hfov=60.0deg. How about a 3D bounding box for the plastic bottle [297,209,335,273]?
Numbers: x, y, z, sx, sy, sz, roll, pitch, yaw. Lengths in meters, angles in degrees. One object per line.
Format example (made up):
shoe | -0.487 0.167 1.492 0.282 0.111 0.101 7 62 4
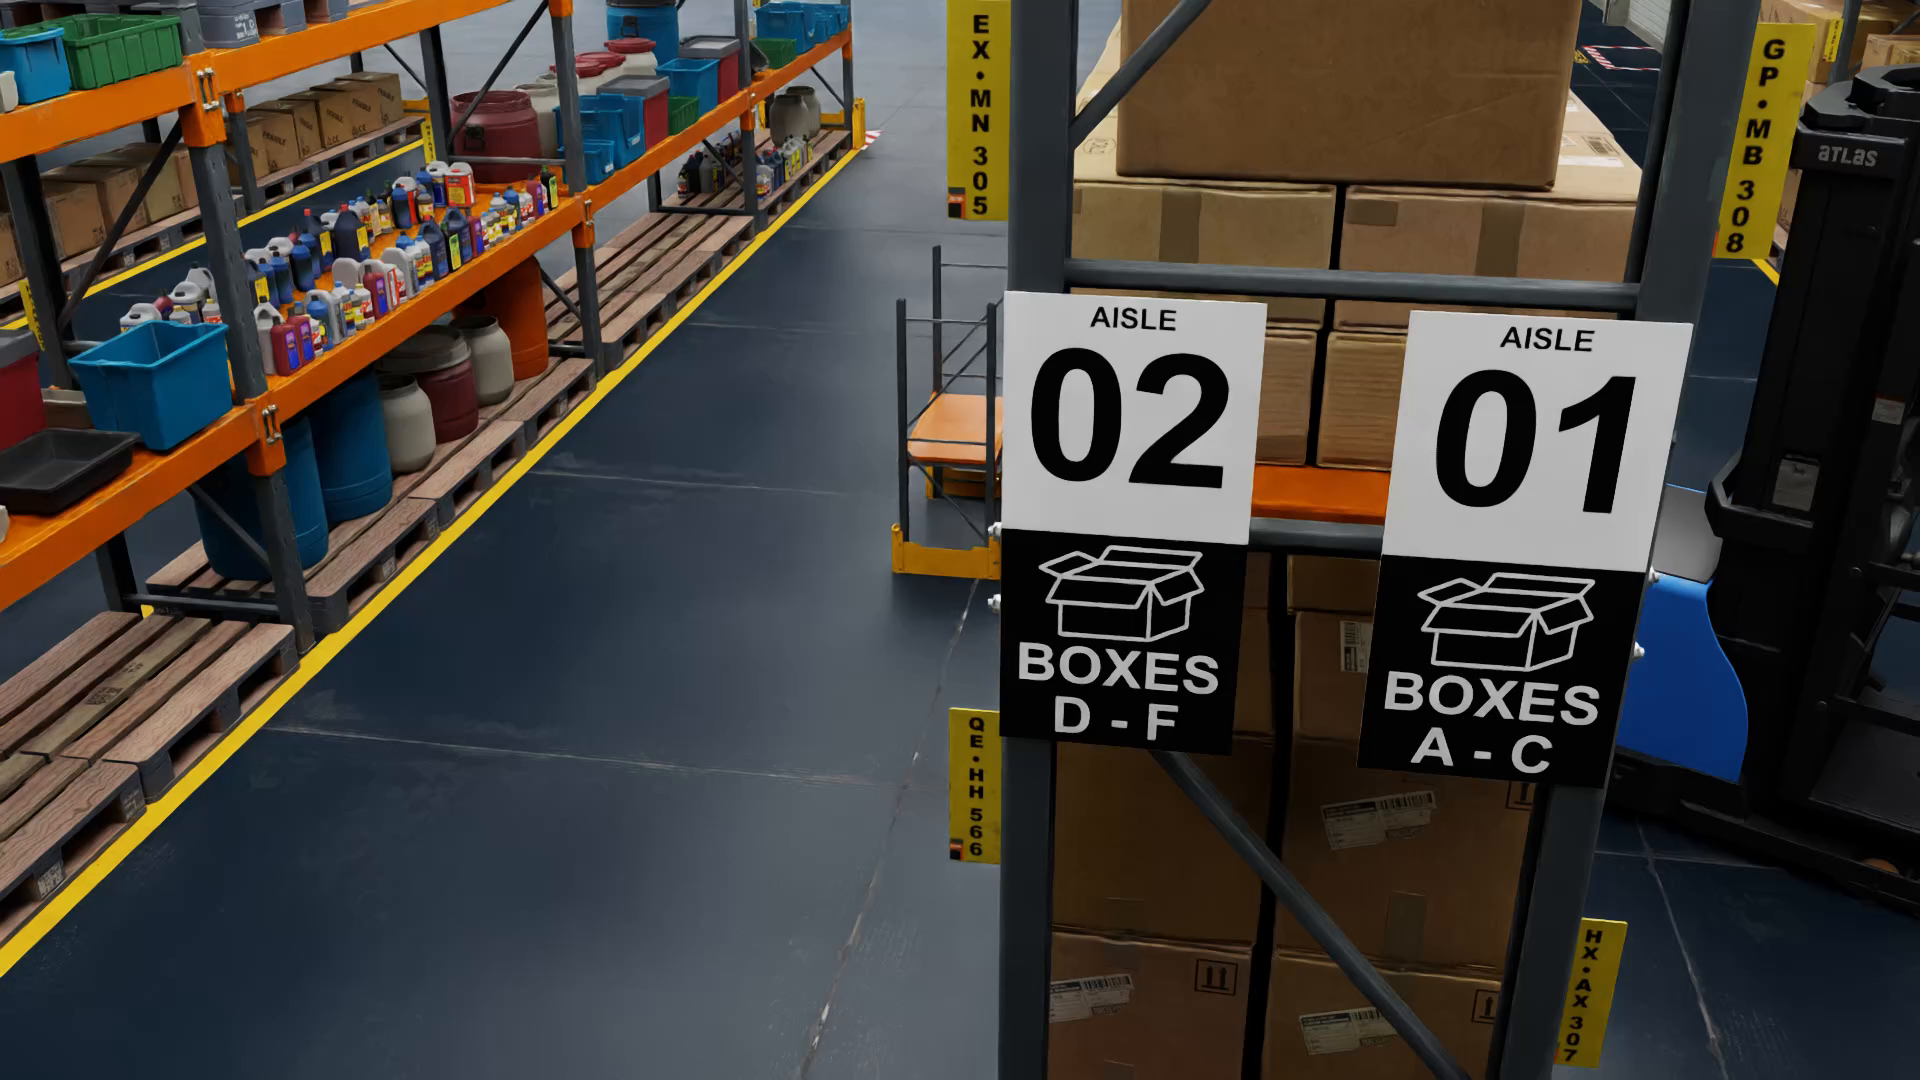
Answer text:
plastic bottle | -3.650 -1.700 9.401 0.144 0.351 0.185 4 25 9

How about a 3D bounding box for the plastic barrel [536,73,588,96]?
plastic barrel | -2.978 -3.199 12.415 0.421 0.512 0.421 0 25 0

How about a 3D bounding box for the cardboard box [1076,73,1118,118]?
cardboard box | 0.489 -0.795 3.460 0.500 0.250 0.500 4 25 9

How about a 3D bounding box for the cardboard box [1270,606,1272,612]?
cardboard box | 1.071 0.525 4.473 0.500 0.500 0.500 4 25 8

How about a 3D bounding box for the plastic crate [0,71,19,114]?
plastic crate | -3.490 -1.535 5.764 0.293 0.136 0.466 4 25 9

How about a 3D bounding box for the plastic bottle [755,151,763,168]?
plastic bottle | -1.951 -3.519 15.835 0.144 0.351 0.185 4 25 9

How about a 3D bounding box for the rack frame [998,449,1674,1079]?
rack frame | 0.575 1.163 3.226 1.000 3.000 0.127 4 25 9

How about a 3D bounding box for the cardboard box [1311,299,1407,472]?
cardboard box | 0.910 -0.325 3.044 0.500 0.250 0.500 4 25 9

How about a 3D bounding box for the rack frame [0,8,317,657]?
rack frame | -3.658 -0.854 7.537 1.000 3.000 0.127 4 25 9

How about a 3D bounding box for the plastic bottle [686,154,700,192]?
plastic bottle | -2.529 -3.489 15.772 0.144 0.351 0.185 3 25 7

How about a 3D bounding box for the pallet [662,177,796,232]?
pallet | -2.199 -3.215 15.870 1.003 0.211 1.213 4 25 9

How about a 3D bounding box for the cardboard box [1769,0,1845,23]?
cardboard box | 7.365 -4.433 14.451 0.500 0.500 0.500 3 25 7

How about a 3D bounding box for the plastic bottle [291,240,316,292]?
plastic bottle | -3.584 -1.499 9.067 0.097 0.271 0.097 0 25 0

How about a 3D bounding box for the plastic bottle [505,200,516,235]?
plastic bottle | -2.771 -1.973 10.161 0.097 0.201 0.097 0 25 0

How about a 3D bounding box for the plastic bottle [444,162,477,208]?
plastic bottle | -3.243 -2.302 10.776 0.152 0.276 0.135 4 25 9

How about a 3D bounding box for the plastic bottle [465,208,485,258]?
plastic bottle | -2.836 -1.798 9.690 0.061 0.283 0.133 4 25 9

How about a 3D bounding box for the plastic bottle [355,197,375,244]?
plastic bottle | -3.575 -1.918 9.961 0.097 0.271 0.097 0 25 0

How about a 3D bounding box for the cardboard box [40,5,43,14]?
cardboard box | -7.505 -4.683 14.513 1.000 1.000 1.000 4 25 9

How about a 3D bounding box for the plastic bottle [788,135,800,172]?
plastic bottle | -1.678 -3.843 16.528 0.144 0.351 0.185 5 26 11

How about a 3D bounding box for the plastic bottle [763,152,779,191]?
plastic bottle | -1.809 -3.509 15.813 0.144 0.351 0.185 5 25 10

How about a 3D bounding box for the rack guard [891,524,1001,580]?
rack guard | -0.069 0.063 8.820 0.587 0.250 0.087 4 25 9

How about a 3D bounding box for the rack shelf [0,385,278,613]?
rack shelf | -3.985 0.308 5.902 1.077 0.370 4.000 4 25 9

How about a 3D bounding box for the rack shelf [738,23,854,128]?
rack shelf | -2.023 -4.711 16.625 1.077 0.370 4.000 4 25 9

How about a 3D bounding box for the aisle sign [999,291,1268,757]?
aisle sign | 0.261 -0.007 2.660 0.394 0.787 0.004 4 25 9

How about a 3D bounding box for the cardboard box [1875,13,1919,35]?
cardboard box | 7.707 -3.977 13.476 0.500 0.500 0.500 3 25 7

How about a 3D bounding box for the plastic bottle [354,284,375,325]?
plastic bottle | -3.069 -1.213 8.537 0.097 0.201 0.097 0 25 0

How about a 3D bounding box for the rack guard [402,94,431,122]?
rack guard | -6.595 -5.052 19.454 1.175 0.500 0.348 4 25 9

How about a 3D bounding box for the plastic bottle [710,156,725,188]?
plastic bottle | -2.348 -3.536 15.959 0.152 0.276 0.135 4 25 9

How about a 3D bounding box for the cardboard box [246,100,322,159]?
cardboard box | -7.022 -4.271 17.290 0.500 0.500 0.500 2 25 4

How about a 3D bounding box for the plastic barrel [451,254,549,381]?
plastic barrel | -3.067 -1.529 11.042 0.600 0.830 0.708 4 25 9

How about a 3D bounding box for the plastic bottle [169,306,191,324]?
plastic bottle | -3.838 -1.054 8.197 0.097 0.201 0.097 0 25 0

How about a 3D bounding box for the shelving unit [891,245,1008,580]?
shelving unit | 0.012 -0.711 9.000 0.587 1.500 1.083 4 25 9

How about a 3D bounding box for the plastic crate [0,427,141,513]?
plastic crate | -3.576 -0.270 6.543 0.437 0.125 0.590 4 25 9

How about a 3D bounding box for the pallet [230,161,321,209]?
pallet | -7.162 -3.564 16.615 1.003 0.211 1.213 4 25 9

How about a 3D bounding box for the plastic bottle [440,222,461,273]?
plastic bottle | -2.888 -1.665 9.406 0.061 0.283 0.133 4 25 9

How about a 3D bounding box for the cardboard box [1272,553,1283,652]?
cardboard box | 1.072 0.070 4.265 0.500 0.500 0.500 4 25 9

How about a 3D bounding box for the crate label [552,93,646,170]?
crate label | -2.575 -2.940 11.951 0.502 0.435 0.616 4 25 9

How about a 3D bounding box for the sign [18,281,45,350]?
sign | -4.200 -1.019 7.561 0.100 0.325 0.005 4 25 9

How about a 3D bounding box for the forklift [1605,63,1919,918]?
forklift | 3.703 -0.156 6.126 3.031 2.935 1.130 18 30 33

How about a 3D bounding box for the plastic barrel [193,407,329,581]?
plastic barrel | -3.552 -0.321 8.376 0.600 0.901 0.708 4 25 9

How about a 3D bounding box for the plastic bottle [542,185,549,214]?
plastic bottle | -2.686 -2.192 10.628 0.097 0.201 0.097 0 25 0

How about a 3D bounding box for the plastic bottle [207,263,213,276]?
plastic bottle | -3.800 -1.316 8.582 0.144 0.351 0.185 4 25 9

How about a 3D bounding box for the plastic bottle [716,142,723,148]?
plastic bottle | -2.406 -3.830 16.594 0.097 0.271 0.097 0 25 0

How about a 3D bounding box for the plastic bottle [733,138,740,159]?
plastic bottle | -2.317 -4.025 17.093 0.097 0.201 0.097 0 25 0

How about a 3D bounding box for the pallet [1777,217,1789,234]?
pallet | 7.696 -3.046 15.508 1.003 0.211 1.213 4 25 9

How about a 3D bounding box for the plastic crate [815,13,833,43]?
plastic crate | -1.595 -5.305 17.220 0.499 0.251 0.408 4 25 9

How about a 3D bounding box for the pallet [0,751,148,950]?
pallet | -3.937 1.231 6.372 1.003 0.211 1.213 4 25 9

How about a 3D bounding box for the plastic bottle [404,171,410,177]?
plastic bottle | -3.492 -2.182 10.510 0.061 0.283 0.133 4 25 9

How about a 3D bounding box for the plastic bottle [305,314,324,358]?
plastic bottle | -3.154 -0.994 8.069 0.097 0.201 0.097 0 25 0

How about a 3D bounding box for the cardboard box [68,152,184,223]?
cardboard box | -7.455 -3.157 14.886 0.700 0.500 0.500 4 25 8

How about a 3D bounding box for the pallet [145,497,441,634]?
pallet | -3.490 0.089 8.811 1.003 0.211 1.213 4 25 9

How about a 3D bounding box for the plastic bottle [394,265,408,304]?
plastic bottle | -3.009 -1.365 8.863 0.097 0.201 0.097 0 25 0
